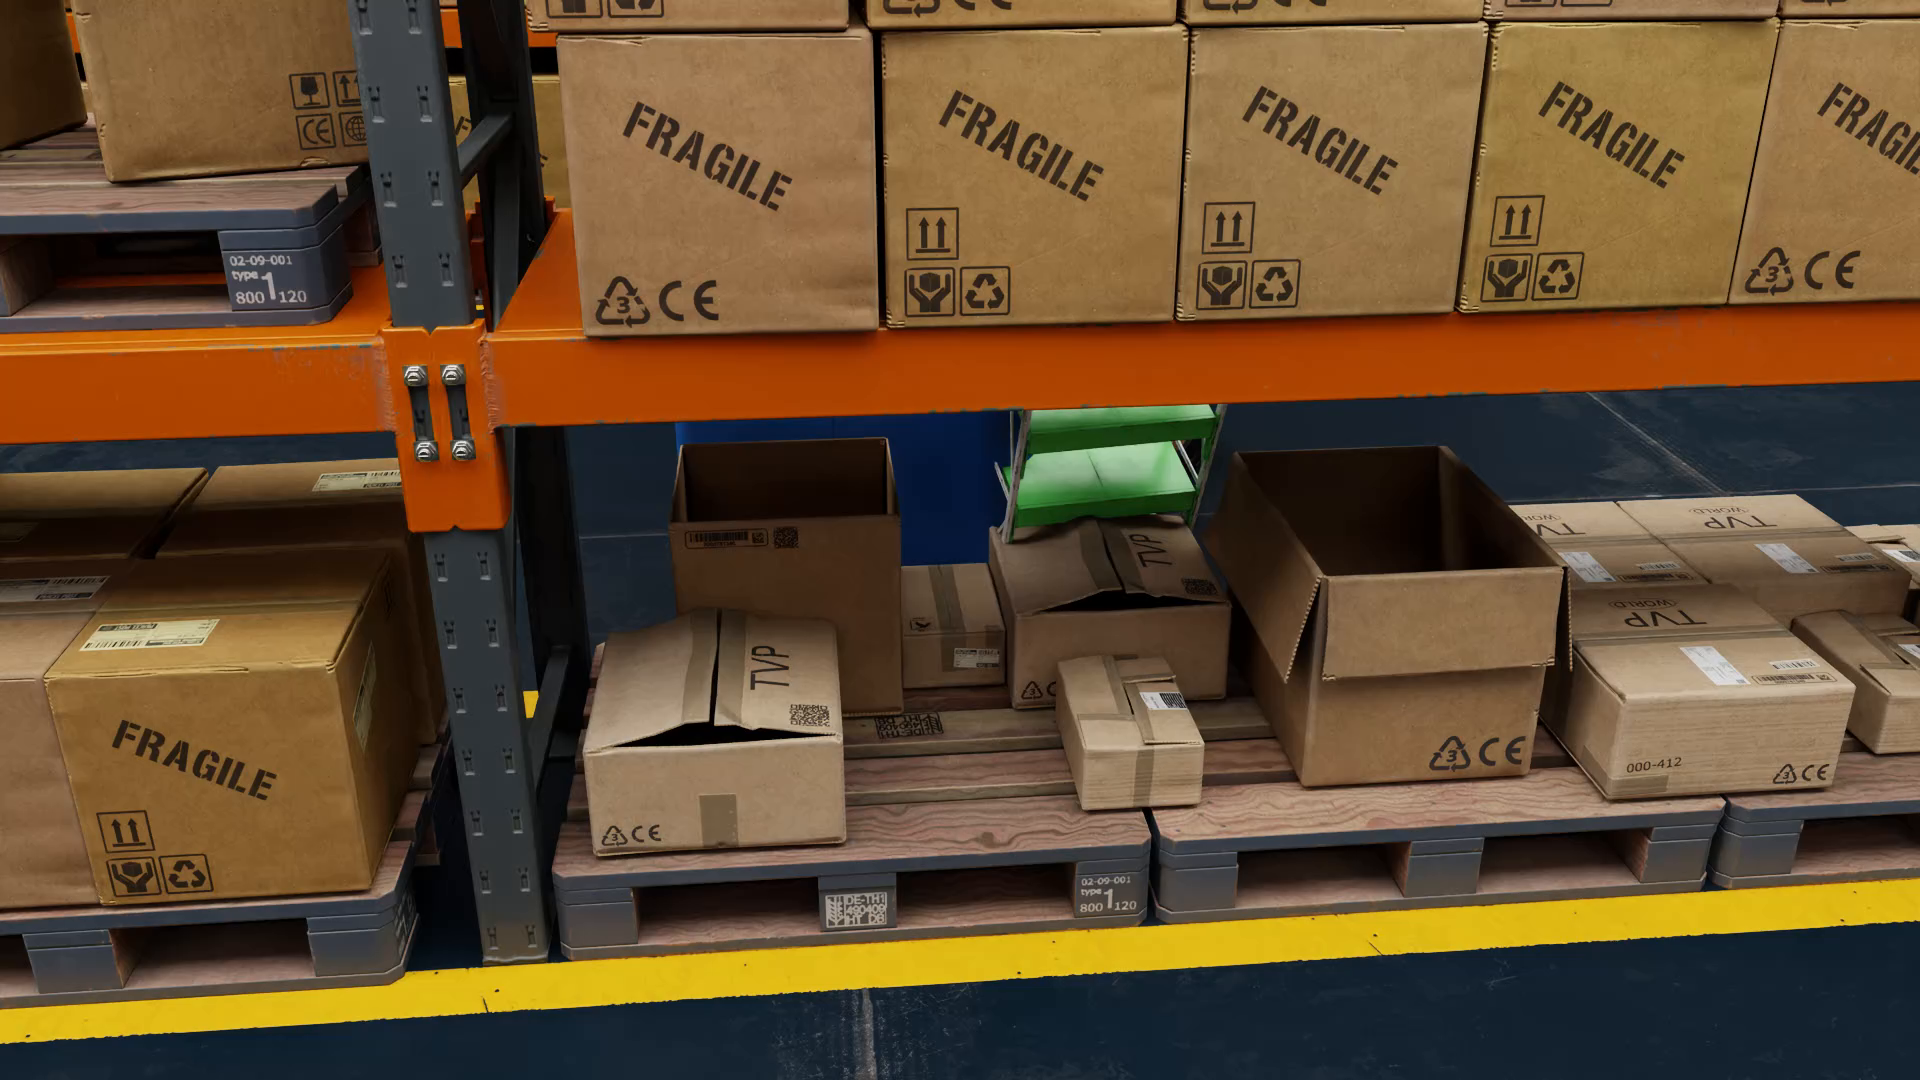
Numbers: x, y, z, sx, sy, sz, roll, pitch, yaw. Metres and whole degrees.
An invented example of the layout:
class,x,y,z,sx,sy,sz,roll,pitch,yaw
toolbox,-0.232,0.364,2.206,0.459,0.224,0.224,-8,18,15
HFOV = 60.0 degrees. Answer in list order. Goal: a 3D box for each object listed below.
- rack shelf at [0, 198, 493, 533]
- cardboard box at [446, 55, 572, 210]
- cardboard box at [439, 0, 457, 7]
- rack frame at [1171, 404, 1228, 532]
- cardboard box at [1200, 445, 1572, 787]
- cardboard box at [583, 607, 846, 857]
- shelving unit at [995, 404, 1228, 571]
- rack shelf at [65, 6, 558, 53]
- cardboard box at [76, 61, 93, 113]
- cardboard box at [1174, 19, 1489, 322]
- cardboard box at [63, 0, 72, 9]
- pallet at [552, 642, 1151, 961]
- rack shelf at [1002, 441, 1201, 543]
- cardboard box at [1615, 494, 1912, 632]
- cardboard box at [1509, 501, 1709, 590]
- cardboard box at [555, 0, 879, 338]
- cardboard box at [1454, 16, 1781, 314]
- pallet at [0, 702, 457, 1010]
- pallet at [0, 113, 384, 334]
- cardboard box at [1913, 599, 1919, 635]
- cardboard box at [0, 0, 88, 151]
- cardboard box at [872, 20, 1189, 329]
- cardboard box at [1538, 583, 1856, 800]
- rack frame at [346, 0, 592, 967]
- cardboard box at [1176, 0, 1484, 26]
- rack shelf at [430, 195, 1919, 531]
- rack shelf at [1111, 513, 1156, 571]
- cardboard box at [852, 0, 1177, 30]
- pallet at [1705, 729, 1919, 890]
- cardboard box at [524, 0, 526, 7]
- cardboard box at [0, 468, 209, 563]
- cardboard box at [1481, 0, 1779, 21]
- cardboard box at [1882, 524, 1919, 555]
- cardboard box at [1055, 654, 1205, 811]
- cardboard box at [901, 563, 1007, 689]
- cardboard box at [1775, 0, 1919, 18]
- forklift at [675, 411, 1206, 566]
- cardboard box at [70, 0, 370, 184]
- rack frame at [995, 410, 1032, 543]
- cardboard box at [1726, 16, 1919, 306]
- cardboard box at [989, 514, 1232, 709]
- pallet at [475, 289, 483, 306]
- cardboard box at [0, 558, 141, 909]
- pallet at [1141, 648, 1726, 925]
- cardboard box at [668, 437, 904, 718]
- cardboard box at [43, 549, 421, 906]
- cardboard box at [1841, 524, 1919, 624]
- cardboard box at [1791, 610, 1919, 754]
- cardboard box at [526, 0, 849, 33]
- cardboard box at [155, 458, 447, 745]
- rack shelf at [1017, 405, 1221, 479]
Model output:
class,x,y,z,sx,sy,sz,roll,pitch,yaw
rack shelf,-2.930,-0.312,3.145,4.000,0.370,1.077,-2,24,-5
cardboard box,-2.064,-1.854,7.857,0.750,0.750,0.750,-2,24,-5
cardboard box,-2.250,-2.477,7.415,0.250,0.149,0.380,-2,24,-3
rack frame,0.569,-0.207,4.198,0.015,1.200,0.240,-6,46,-14
cardboard box,0.929,0.142,3.769,0.637,0.503,0.797,-2,24,-5
cardboard box,-0.501,0.378,3.476,0.500,0.311,0.500,-2,24,-5
shelving unit,0.333,-0.182,4.140,0.503,1.200,0.258,-6,46,-14
rack shelf,-3.421,-2.314,7.649,4.000,0.370,1.077,-2,24,-5
cardboard box,-3.794,-1.781,7.694,0.750,0.750,0.750,-2,24,-5
cardboard box,0.602,-0.717,3.048,0.500,0.500,0.500,-2,24,-5
cardboard box,-3.783,-2.440,7.330,0.250,0.149,0.380,-2,24,-4
pallet,-0.256,0.527,3.805,1.213,0.211,1.003,-2,24,-5
rack shelf,0.327,-0.137,4.185,0.480,0.148,0.258,-6,46,-14
cardboard box,1.974,0.102,4.171,0.500,0.250,0.500,-2,24,-5
cardboard box,1.477,0.122,4.126,0.500,0.250,0.500,-2,24,-5
cardboard box,-0.406,-0.677,2.956,0.500,0.500,0.500,-2,24,-4
cardboard box,1.108,-0.738,3.095,0.500,0.500,0.500,-3,24,-6
pallet,-1.745,0.601,3.637,1.213,0.211,1.003,-2,24,-5
pallet,-1.746,-0.645,3.245,1.213,0.211,1.003,-2,24,-5
cardboard box,2.524,0.182,3.683,0.500,0.500,0.500,-2,24,-5
cardboard box,-2.111,-0.977,3.114,0.500,0.500,0.700,1,24,3
cardboard box,0.104,-0.698,3.005,0.500,0.500,0.500,-2,24,-4
cardboard box,1.576,0.322,3.676,0.500,0.250,0.500,-2,24,-5
rack frame,-0.940,-0.721,3.178,0.127,3.000,1.000,-2,24,-5
cardboard box,0.582,-1.169,2.834,0.500,0.500,0.500,-3,24,-7
rack shelf,1.051,-0.472,3.504,4.000,0.370,1.077,-2,24,-5
rack shelf,0.303,0.033,4.353,0.480,0.148,0.258,-6,46,-14
cardboard box,0.070,-1.149,2.788,0.500,0.500,0.500,-3,24,-7
pallet,2.172,0.429,4.025,1.213,0.211,1.003,-2,24,-5
cardboard box,-1.988,-2.470,7.398,0.250,0.149,0.380,-2,24,-4
cardboard box,-1.975,0.167,3.717,0.500,0.500,0.500,-2,24,-4
cardboard box,1.096,-1.190,2.881,0.500,0.500,0.500,-2,24,-4
cardboard box,2.590,0.099,4.302,0.250,0.149,0.380,-2,24,-5
cardboard box,0.359,0.405,3.592,0.250,0.166,0.380,-2,24,-5
cardboard box,-0.033,0.204,4.065,0.250,0.149,0.380,-2,24,-5
cardboard box,1.607,-1.211,2.927,0.500,0.500,0.500,-2,24,-4
forklift,0.232,-1.576,5.188,1.130,2.935,3.031,9,26,20
cardboard box,-1.433,-1.030,3.233,0.500,0.500,0.700,-11,26,-23
rack frame,0.098,-0.157,4.081,0.015,1.200,0.240,-6,46,-14
cardboard box,1.609,-0.758,3.140,0.500,0.500,0.500,-2,24,-5
cardboard box,0.346,0.140,4.011,0.500,0.311,0.500,-2,24,-5
pallet,-2.191,-1.387,8.111,1.213,0.211,1.003,-2,24,-5
cardboard box,-1.895,0.372,3.255,0.500,0.500,0.500,-2,24,-5
pallet,0.961,0.477,3.918,1.213,0.211,1.003,-2,24,-5
cardboard box,-0.401,0.083,3.906,0.500,0.500,0.500,-2,24,-5
cardboard box,-1.403,0.356,3.292,0.500,0.500,0.500,-2,24,-5
cardboard box,2.342,0.101,4.276,0.250,0.166,0.380,-2,24,-5
cardboard box,2.112,0.314,3.796,0.250,0.166,0.380,-2,24,-5
cardboard box,-0.443,-1.128,2.741,0.500,0.500,0.500,-2,24,-4
cardboard box,-1.445,0.141,3.775,0.500,0.500,0.500,-3,24,-8
rack shelf,0.351,-0.306,4.016,0.480,0.148,0.258,-6,46,-14
